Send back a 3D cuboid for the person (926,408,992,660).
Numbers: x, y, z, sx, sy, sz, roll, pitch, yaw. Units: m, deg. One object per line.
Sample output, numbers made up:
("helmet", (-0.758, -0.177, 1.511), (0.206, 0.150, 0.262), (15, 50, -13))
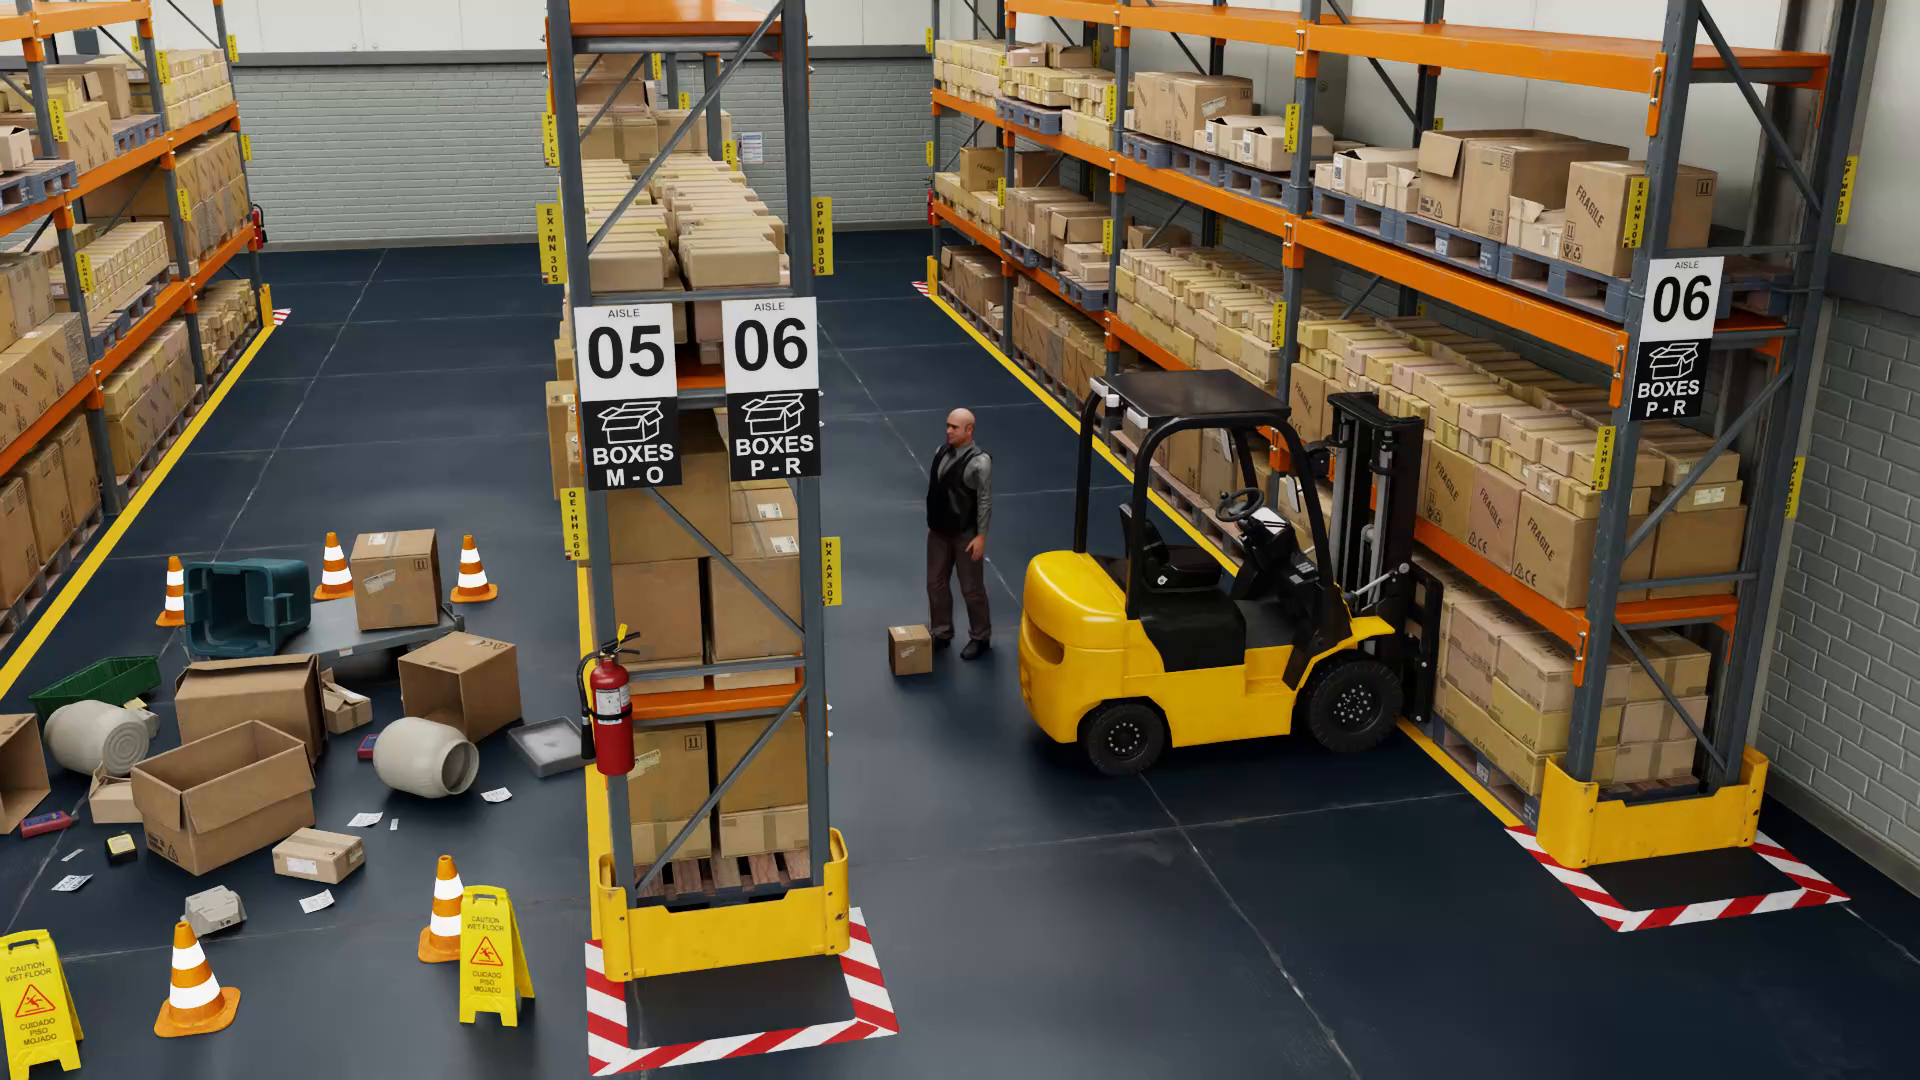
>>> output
("person", (-0.034, -0.037, 11.230), (0.489, 1.731, 0.535), (-16, 25, -38))
